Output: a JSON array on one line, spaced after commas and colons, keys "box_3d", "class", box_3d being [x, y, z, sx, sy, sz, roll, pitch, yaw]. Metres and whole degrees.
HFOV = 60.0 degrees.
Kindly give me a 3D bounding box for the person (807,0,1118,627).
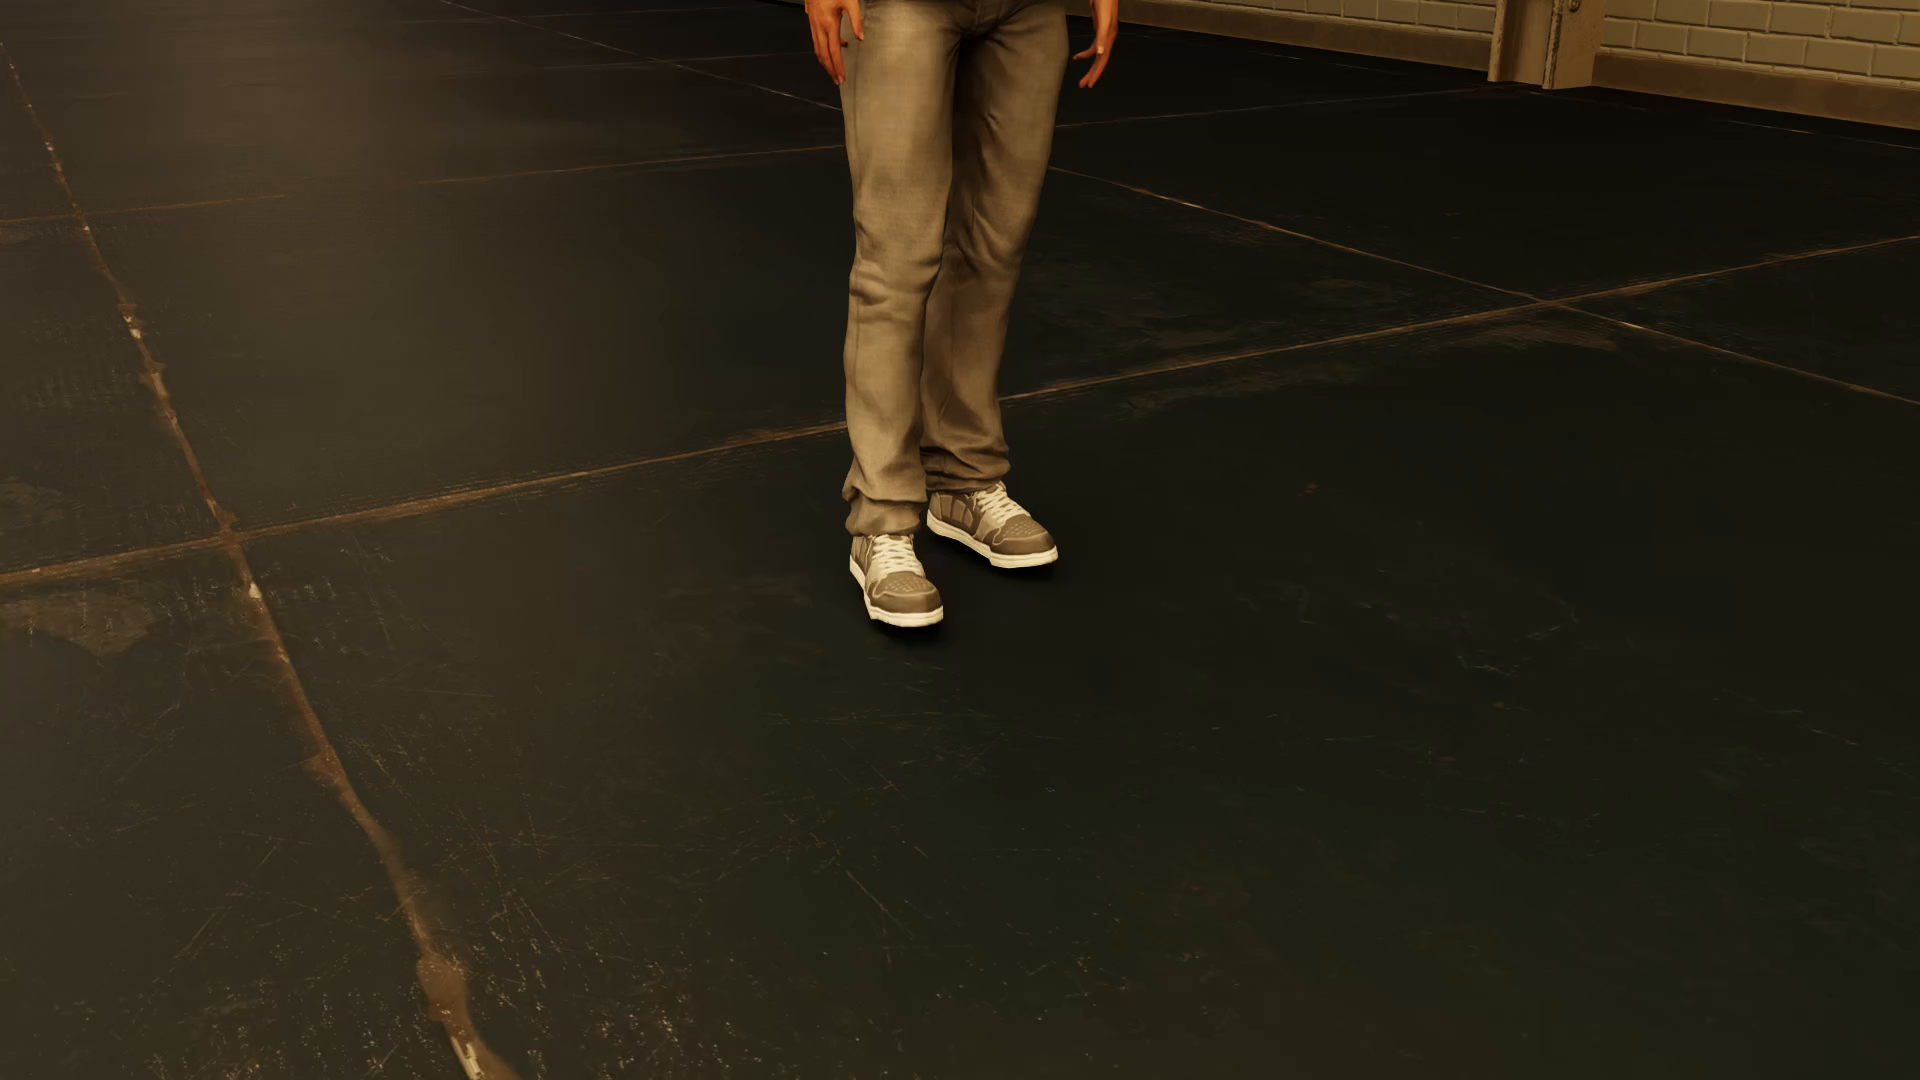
[{"box_3d": [0.025, -0.719, 2.262, 0.520, 1.599, 0.473, -12, 25, -28], "class": "person"}]
